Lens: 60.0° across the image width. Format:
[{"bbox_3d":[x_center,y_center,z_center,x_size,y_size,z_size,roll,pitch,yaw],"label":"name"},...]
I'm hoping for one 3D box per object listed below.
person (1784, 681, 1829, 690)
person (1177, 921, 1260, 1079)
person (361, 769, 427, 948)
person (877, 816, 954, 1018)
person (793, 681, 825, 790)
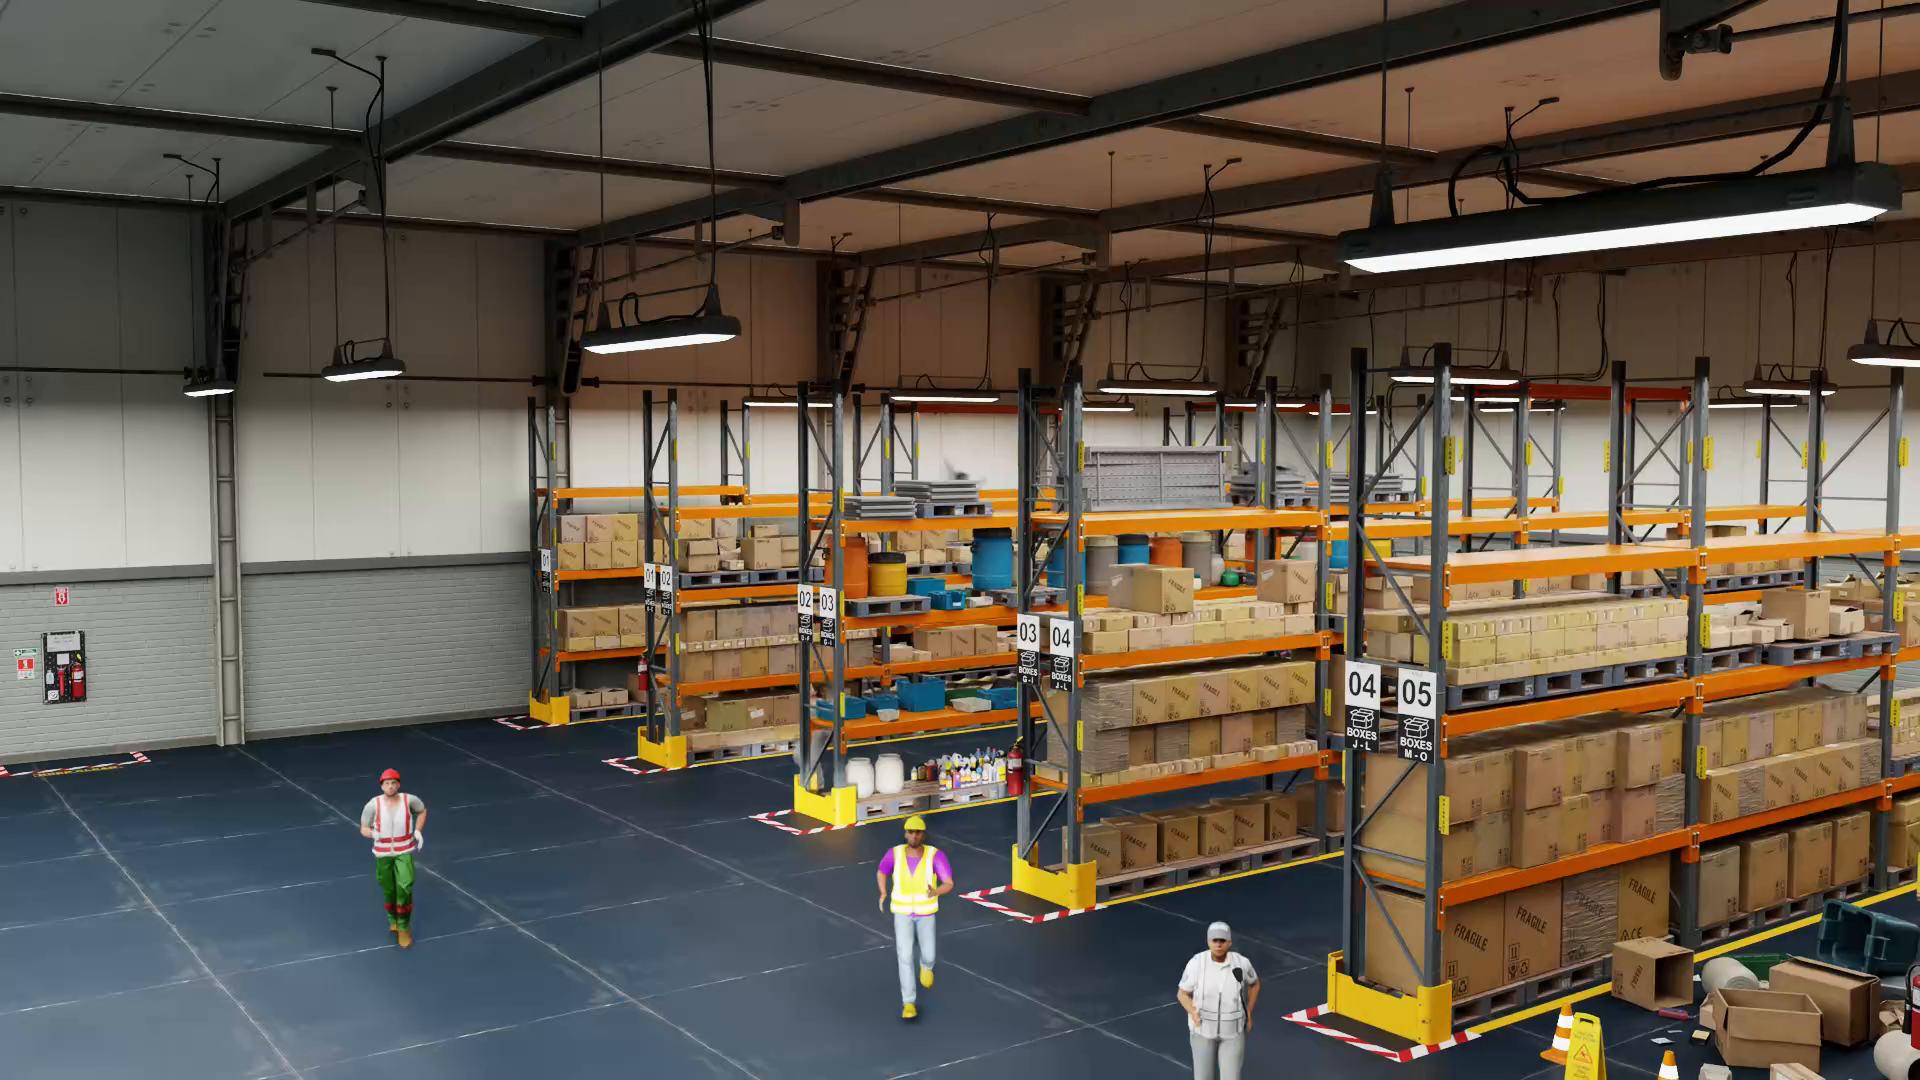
[{"bbox_3d":[12.669,2.780,24.946,0.693,1.816,0.896,3,5,43],"label":"person"},{"bbox_3d":[1.903,3.621,12.232,0.607,1.659,0.849,0,3,7],"label":"person"},{"bbox_3d":[-5.830,3.265,17.120,0.630,1.836,0.764,-1,3,-14],"label":"person"},{"bbox_3d":[-0.415,3.391,15.183,0.714,1.745,0.907,0,3,1],"label":"person"},{"bbox_3d":[-2.190,2.897,24.552,0.572,1.635,0.537,3,5,44],"label":"person"}]
